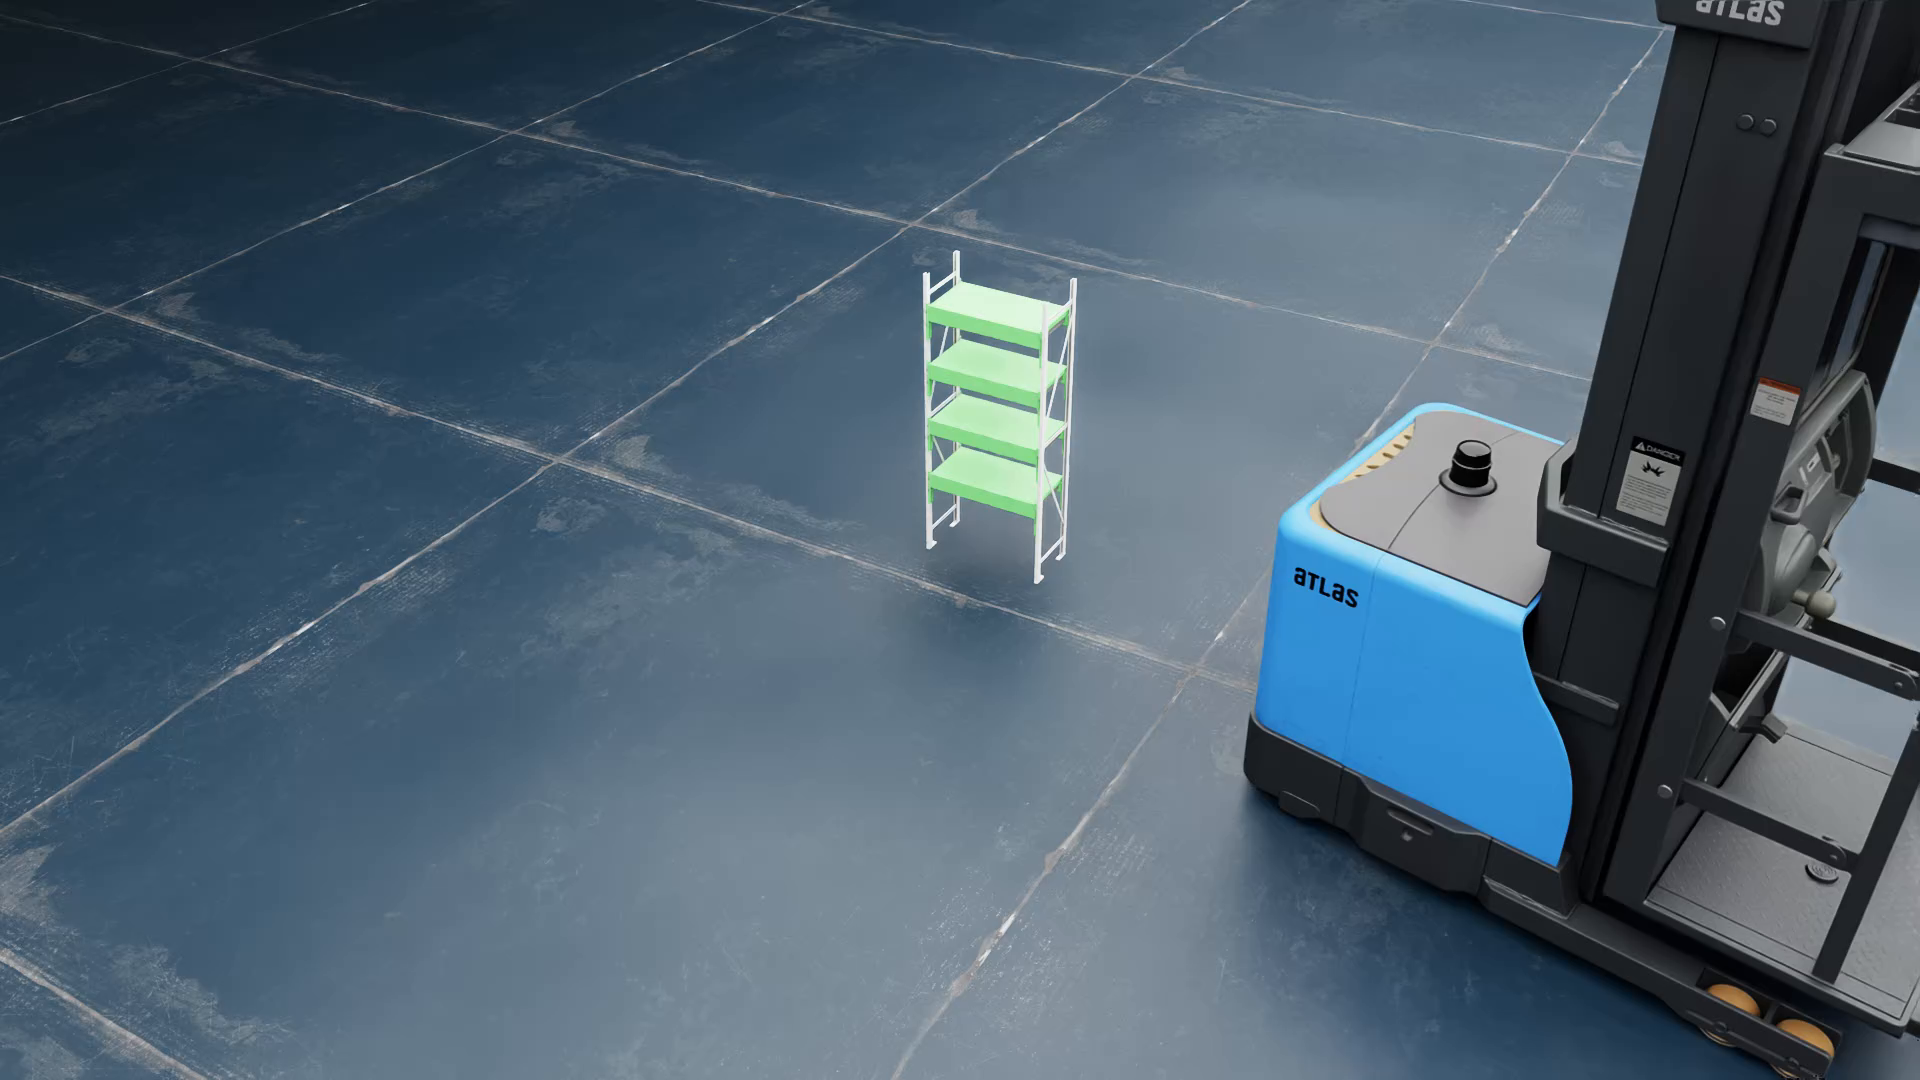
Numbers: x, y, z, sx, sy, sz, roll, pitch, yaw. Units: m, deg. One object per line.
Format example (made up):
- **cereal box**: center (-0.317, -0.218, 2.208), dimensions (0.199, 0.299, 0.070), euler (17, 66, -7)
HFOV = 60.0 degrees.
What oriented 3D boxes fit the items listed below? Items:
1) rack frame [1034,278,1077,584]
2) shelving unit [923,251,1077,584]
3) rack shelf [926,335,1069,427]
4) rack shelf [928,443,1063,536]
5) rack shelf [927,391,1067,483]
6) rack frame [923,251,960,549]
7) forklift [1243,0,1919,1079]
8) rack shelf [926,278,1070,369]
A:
- **rack frame**: center (0.356, -0.387, 6.248), dimensions (0.015, 1.200, 0.240), euler (18, 37, 24)
- **shelving unit**: center (0.144, -0.454, 6.349), dimensions (0.503, 1.200, 0.258), euler (18, 37, 24)
- **rack shelf**: center (0.144, -0.600, 6.251), dimensions (0.480, 0.148, 0.258), euler (18, 37, 24)
- **rack shelf**: center (0.144, -0.201, 6.518), dimensions (0.480, 0.148, 0.258), euler (18, 37, 24)
- **rack shelf**: center (0.144, -0.401, 6.384), dimensions (0.480, 0.148, 0.258), euler (18, 37, 24)
- **rack frame**: center (-0.068, -0.521, 6.450), dimensions (0.015, 1.200, 0.240), euler (18, 37, 24)
- **forklift**: center (2.388, -0.077, 4.221), dimensions (3.031, 2.935, 1.130), euler (25, 41, 32)
- **rack shelf**: center (0.144, -0.800, 6.118), dimensions (0.480, 0.148, 0.258), euler (18, 37, 24)
